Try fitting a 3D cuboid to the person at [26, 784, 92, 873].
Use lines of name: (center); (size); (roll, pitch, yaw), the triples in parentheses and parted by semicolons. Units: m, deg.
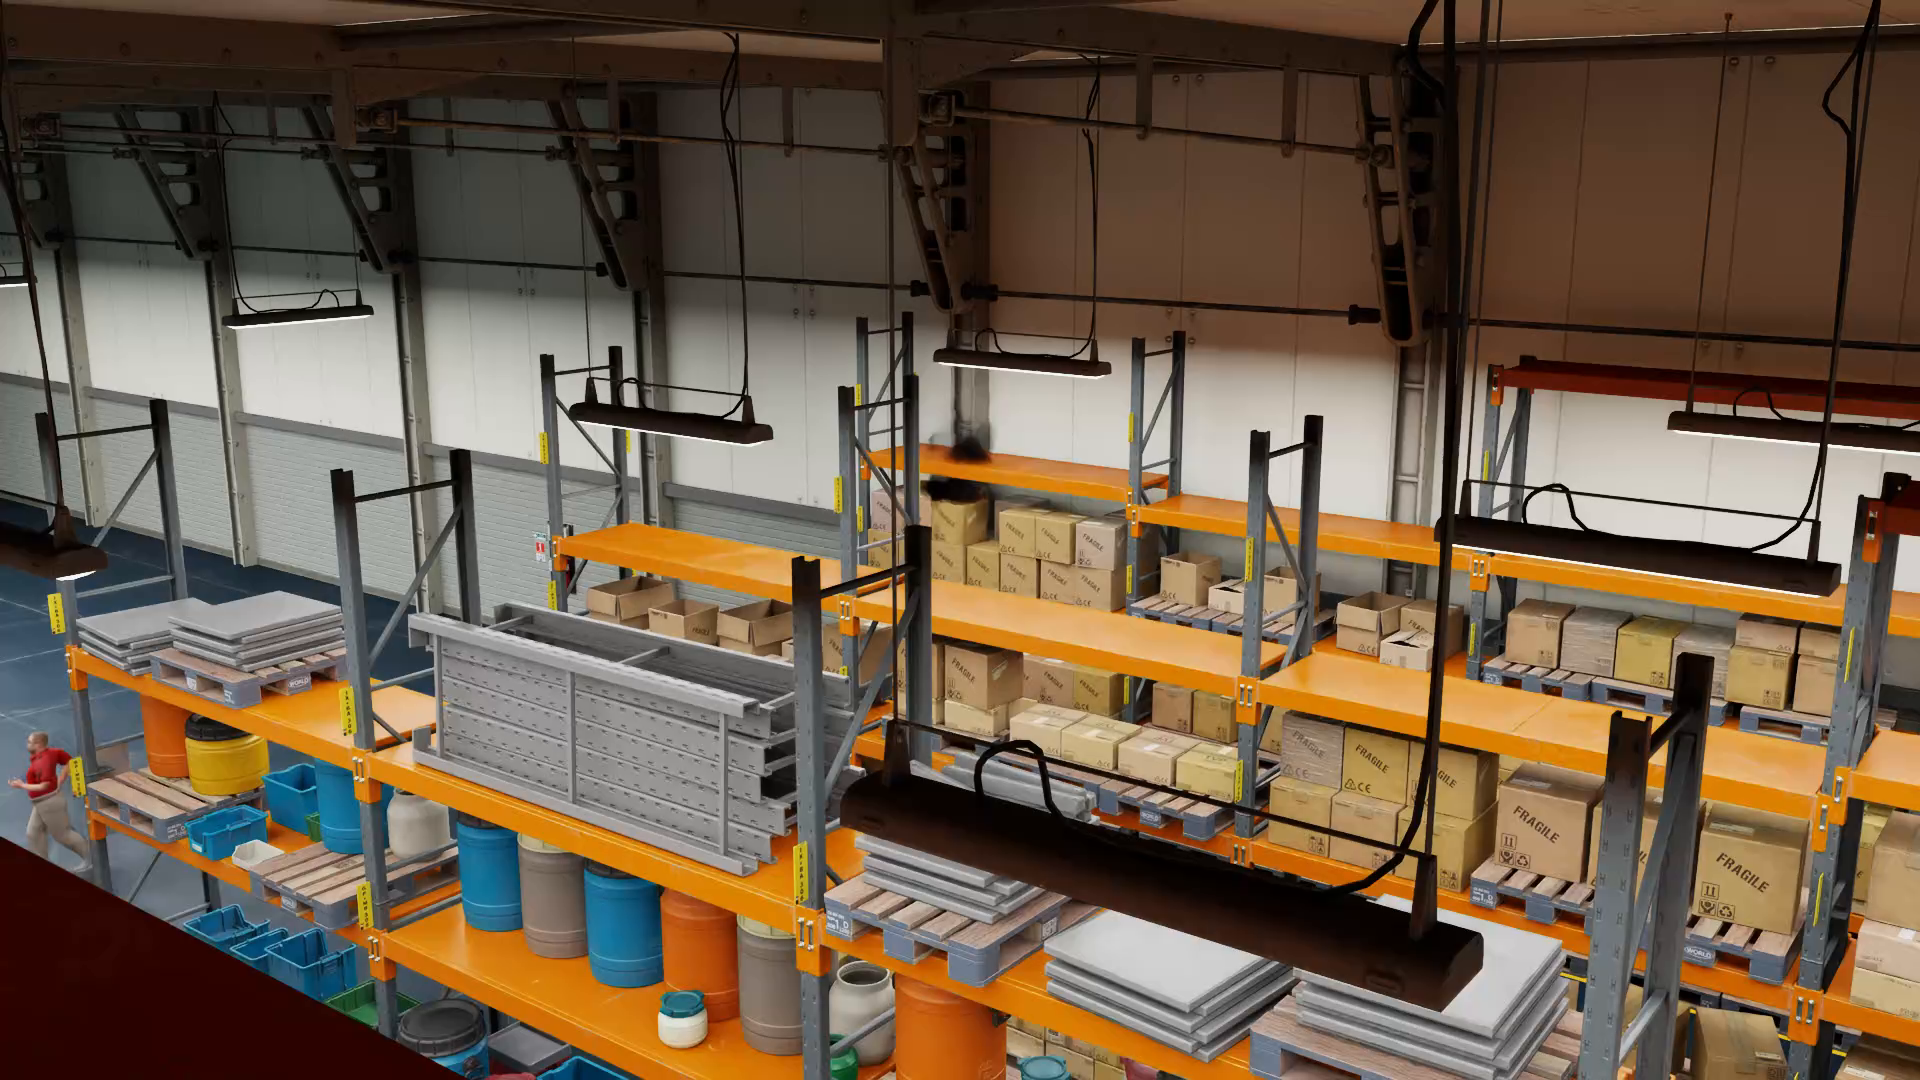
person: (-10.157, 3.321, 18.677); (0.801, 1.128, 0.408); (-7, 15, -27)
